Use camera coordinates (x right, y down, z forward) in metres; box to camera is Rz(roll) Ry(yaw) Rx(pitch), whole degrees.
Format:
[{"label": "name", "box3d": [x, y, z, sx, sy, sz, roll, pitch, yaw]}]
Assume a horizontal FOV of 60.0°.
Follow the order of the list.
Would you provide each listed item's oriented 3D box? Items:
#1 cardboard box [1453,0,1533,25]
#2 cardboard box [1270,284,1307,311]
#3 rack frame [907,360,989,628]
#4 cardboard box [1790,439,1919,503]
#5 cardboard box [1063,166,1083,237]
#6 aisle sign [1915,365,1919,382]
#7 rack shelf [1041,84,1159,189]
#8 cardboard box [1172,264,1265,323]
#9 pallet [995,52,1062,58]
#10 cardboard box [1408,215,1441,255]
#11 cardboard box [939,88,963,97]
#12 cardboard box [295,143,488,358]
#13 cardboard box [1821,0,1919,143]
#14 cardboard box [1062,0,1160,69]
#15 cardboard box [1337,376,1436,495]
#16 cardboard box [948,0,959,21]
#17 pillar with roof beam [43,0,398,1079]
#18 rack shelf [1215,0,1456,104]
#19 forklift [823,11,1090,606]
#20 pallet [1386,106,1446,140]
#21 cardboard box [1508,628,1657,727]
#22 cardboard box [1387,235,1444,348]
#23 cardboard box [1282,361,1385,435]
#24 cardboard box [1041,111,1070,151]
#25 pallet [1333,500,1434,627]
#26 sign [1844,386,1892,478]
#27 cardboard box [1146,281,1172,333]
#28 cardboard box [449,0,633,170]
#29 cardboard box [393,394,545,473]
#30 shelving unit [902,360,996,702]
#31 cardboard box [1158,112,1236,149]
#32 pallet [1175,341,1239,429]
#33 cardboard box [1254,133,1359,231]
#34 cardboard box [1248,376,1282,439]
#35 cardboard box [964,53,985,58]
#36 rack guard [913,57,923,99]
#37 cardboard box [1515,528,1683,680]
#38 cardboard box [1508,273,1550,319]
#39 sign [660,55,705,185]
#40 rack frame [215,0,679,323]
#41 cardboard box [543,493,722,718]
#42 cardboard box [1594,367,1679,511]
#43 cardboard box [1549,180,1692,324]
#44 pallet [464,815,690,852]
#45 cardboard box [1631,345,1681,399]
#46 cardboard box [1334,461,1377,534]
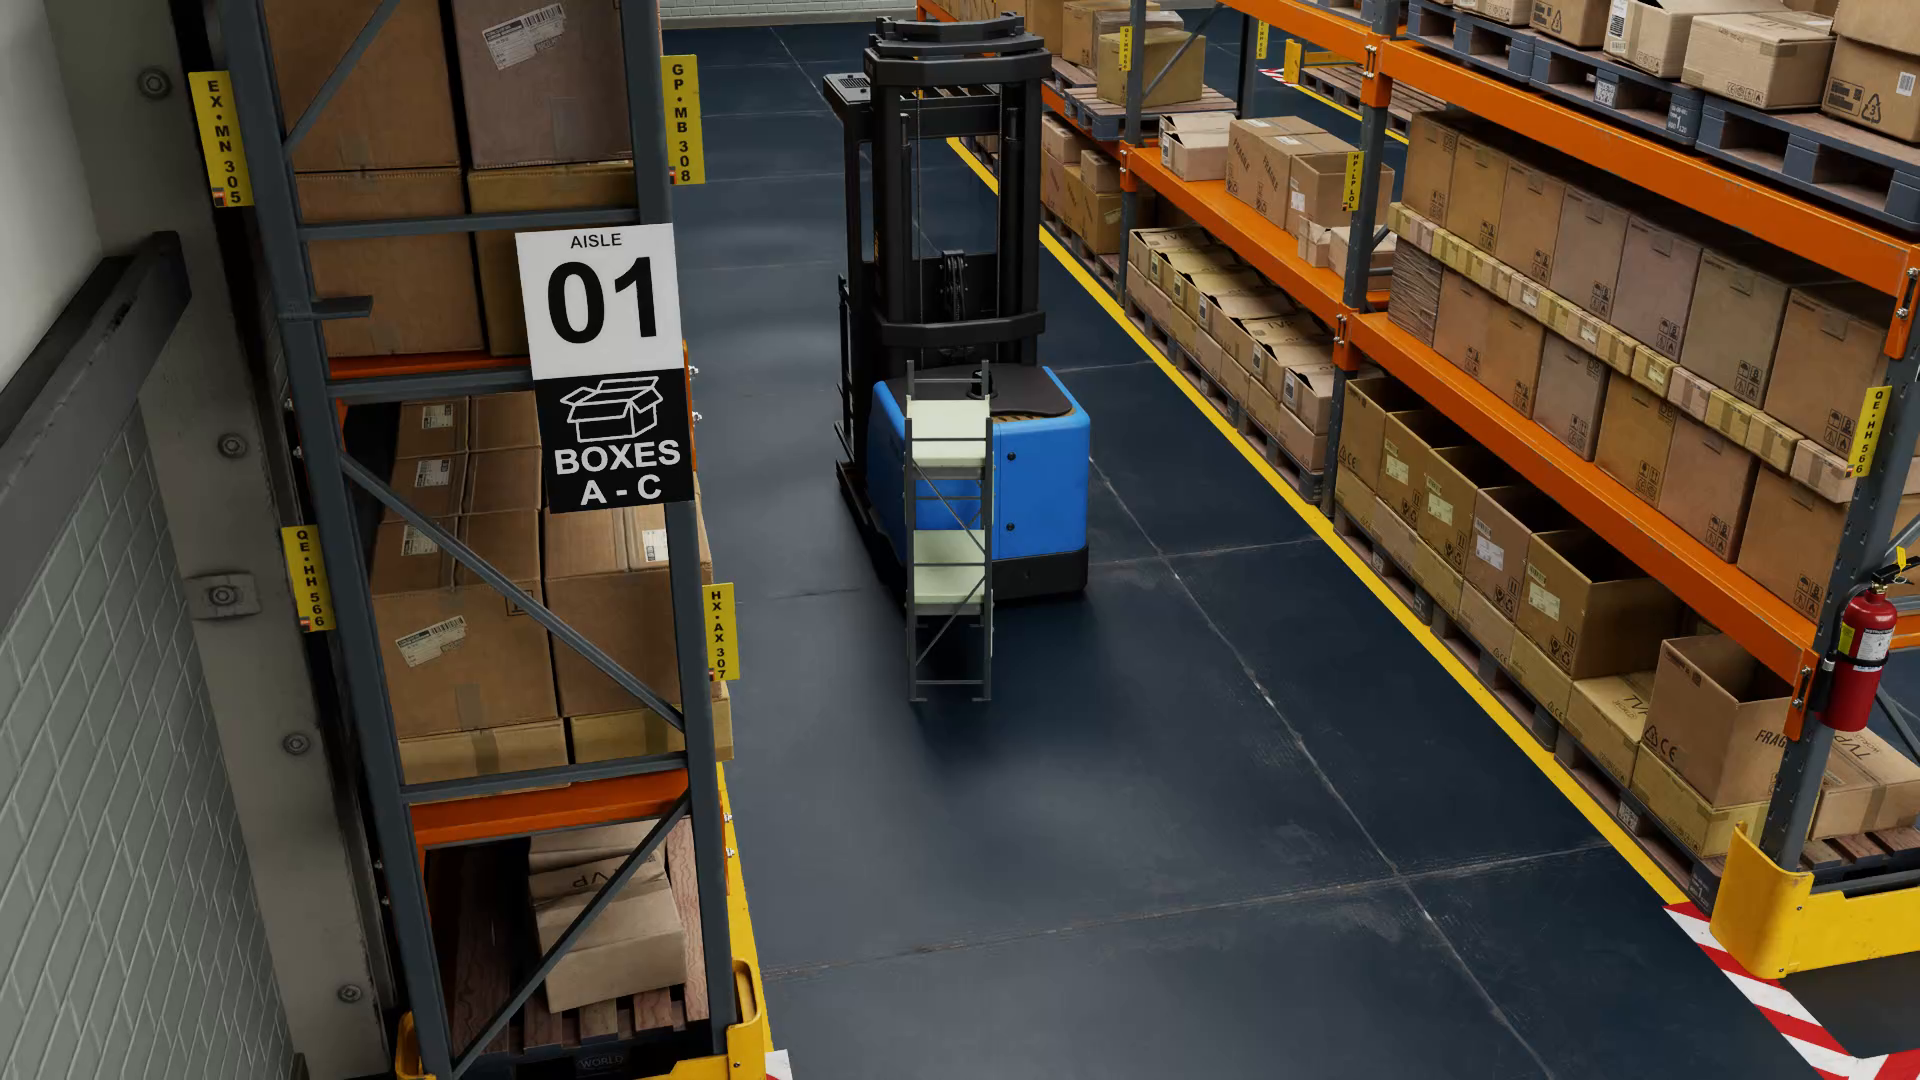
[{"label": "cardboard box", "box3d": [2.663, -2.608, 7.736, 0.500, 0.311, 0.500, -7, 28, -14]}, {"label": "cardboard box", "box3d": [2.487, -1.635, 11.624, 0.500, 0.311, 0.500, -5, 27, -10]}, {"label": "rack frame", "box3d": [-0.060, -0.210, 8.502, 0.400, 1.500, 0.023, 0, 27, -1]}, {"label": "cardboard box", "box3d": [3.315, -0.270, 6.125, 0.380, 0.149, 0.250, -6, 27, -12]}, {"label": "cardboard box", "box3d": [1.228, -2.994, 14.639, 0.500, 0.500, 0.500, -7, 28, -13]}, {"label": "aisle sign", "box3d": [3.315, -0.889, 5.298, 0.394, 0.787, 0.004, -6, 27, -12]}, {"label": "rack shelf", "box3d": [1.333, -3.856, 14.860, 1.077, 0.370, 4.000, -6, 27, -12]}, {"label": "cardboard box", "box3d": [1.855, -1.796, 11.943, 0.500, 0.311, 0.500, -7, 28, -13]}, {"label": "pallet", "box3d": [0.956, -4.608, 15.764, 1.003, 0.211, 1.213, -6, 27, -12]}, {"label": "cardboard box", "box3d": [2.613, -1.630, 8.820, 0.380, 0.149, 0.250, -6, 27, -11]}, {"label": "cardboard box", "box3d": [0.052, -5.074, 19.037, 0.500, 0.250, 0.500, -6, 27, -12]}, {"label": "cardboard box", "box3d": [-1.580, -0.833, 4.609, 0.500, 0.500, 0.500, -4, 27, -8]}, {"label": "cardboard box", "box3d": [3.461, -1.675, 5.675, 0.797, 0.503, 0.637, -4, 27, -8]}, {"label": "cardboard box", "box3d": [1.340, -4.518, 14.796, 0.700, 0.500, 0.500, -13, 30, -25]}, {"label": "cardboard box", "box3d": [2.484, -0.603, 9.369, 0.500, 0.500, 0.500, -6, 27, -12]}, {"label": "cardboard box", "box3d": [0.166, -5.968, 18.135, 0.500, 0.500, 0.500, -6, 27, -11]}, {"label": "pillar with roof beam", "box3d": [1.955, -2.618, 4.949, 9.100, 9.000, 0.400, -6, 27, -12]}, {"label": "rack shelf", "box3d": [2.234, -3.440, 10.705, 1.077, 0.370, 4.000, -6, 27, -12]}, {"label": "forklift", "box3d": [-0.150, -1.584, 9.636, 1.130, 2.935, 3.031, -6, 27, -12]}, {"label": "pallet", "box3d": [5.505, -4.631, 18.691, 1.003, 0.211, 1.213, -6, 27, -12]}, {"label": "cardboard box", "box3d": [2.939, 0.609, 7.799, 0.500, 0.250, 0.500, -6, 27, -12]}, {"label": "cardboard box", "box3d": [2.791, -1.394, 9.072, 0.700, 0.500, 0.500, -7, 28, -13]}, {"label": "cardboard box", "box3d": [2.314, -0.903, 10.172, 0.500, 0.311, 0.500, -6, 27, -12]}, {"label": "cardboard box", "box3d": [0.979, -3.795, 15.393, 0.500, 0.250, 0.500, -6, 27, -11]}, {"label": "pallet", "box3d": [2.823, 0.055, 9.407, 1.003, 0.211, 1.213, -6, 27, -12]}, {"label": "sign", "box3d": [3.055, -0.361, 5.589, 0.100, 0.325, 0.005, -6, 27, -12]}, {"label": "cardboard box", "box3d": [1.729, -1.779, 12.532, 0.500, 0.250, 0.500, -7, 28, -13]}, {"label": "cardboard box", "box3d": [-1.089, -1.316, 4.456, 0.500, 0.500, 0.500, -8, 28, -15]}, {"label": "cardboard box", "box3d": [-1.777, -0.193, 6.116, 0.500, 0.500, 0.500, -7, 28, -13]}, {"label": "shelving unit", "box3d": [-0.055, -0.045, 8.175, 0.431, 1.500, 0.755, 0, 27, -1]}, {"label": "cardboard box", "box3d": [1.823, -3.096, 12.653, 0.500, 0.311, 0.500, -4, 27, -8]}, {"label": "pallet", "box3d": [2.202, -1.155, 11.804, 1.003, 0.211, 1.213, -6, 27, -12]}, {"label": "cardboard box", "box3d": [2.296, -2.378, 11.022, 0.500, 0.500, 0.500, -6, 27, -12]}, {"label": "cardboard box", "box3d": [2.197, -0.878, 10.747, 0.500, 0.250, 0.500, -6, 27, -12]}, {"label": "cardboard box", "box3d": [0.343, -5.678, 19.957, 0.500, 0.500, 0.500, -6, 27, -12]}, {"label": "rack guard", "box3d": [-0.002, -5.662, 20.414, 1.175, 0.500, 0.348, -6, 27, -12]}, {"label": "cardboard box", "box3d": [2.936, 0.275, 7.629, 0.500, 0.500, 0.500, -6, 27, -12]}, {"label": "cardboard box", "box3d": [2.851, -1.175, 7.918, 0.380, 0.149, 0.250, -7, 28, -13]}, {"label": "sign", "box3d": [-0.710, -1.067, 4.237, 0.100, 0.325, 0.005, -6, 27, -12]}, {"label": "rack frame", "box3d": [-1.239, -1.961, 3.649, 1.000, 3.000, 0.127, -6, 27, -12]}, {"label": "cardboard box", "box3d": [-1.054, 0.200, 5.336, 0.500, 0.500, 0.500, -6, 27, -12]}, {"label": "cardboard box", "box3d": [3.264, -0.487, 7.275, 0.700, 0.500, 0.500, -6, 27, -11]}, {"label": "cardboard box", "box3d": [3.130, -1.312, 7.470, 0.700, 0.500, 0.500, -6, 27, -12]}, {"label": "pallet", "box3d": [-1.676, 1.034, 7.467, 1.003, 0.211, 1.213, -6, 27, -12]}, {"label": "cardboard box", "box3d": [3.082, -0.723, 7.023, 0.380, 0.149, 0.250, -5, 27, -10]}, {"label": "cardboard box", "box3d": [2.494, -0.269, 9.540, 0.500, 0.250, 0.500, -6, 27, -12]}]
